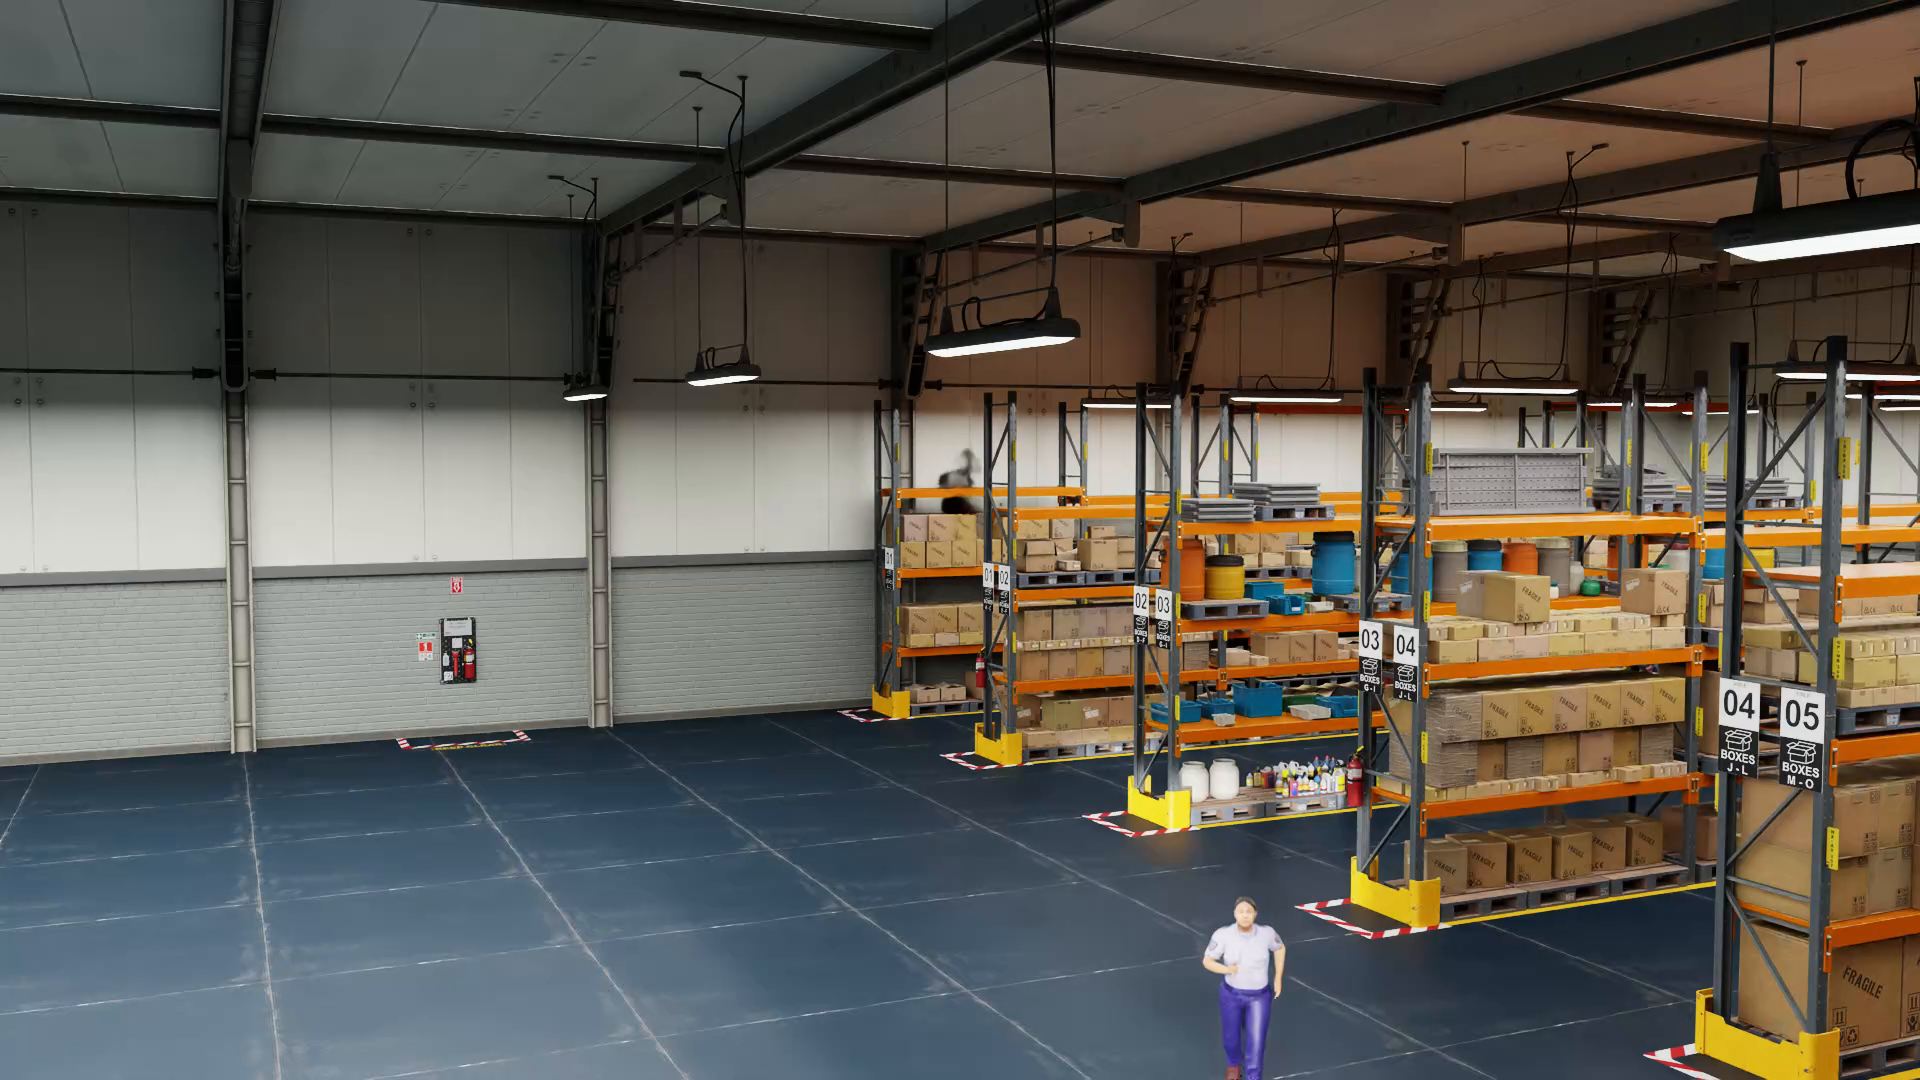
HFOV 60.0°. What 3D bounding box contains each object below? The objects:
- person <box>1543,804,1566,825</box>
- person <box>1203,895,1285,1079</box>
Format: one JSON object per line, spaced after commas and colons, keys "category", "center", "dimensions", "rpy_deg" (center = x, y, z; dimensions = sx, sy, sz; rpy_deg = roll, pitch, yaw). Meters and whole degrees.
{"category": "person", "center": [7.821, 3.028, 22.020], "dimensions": [0.755, 1.791, 0.640], "rpy_deg": [-2, 4, -30]}
{"category": "person", "center": [2.202, 3.569, 12.904], "dimensions": [0.632, 1.655, 0.902], "rpy_deg": [1, 3, 10]}
